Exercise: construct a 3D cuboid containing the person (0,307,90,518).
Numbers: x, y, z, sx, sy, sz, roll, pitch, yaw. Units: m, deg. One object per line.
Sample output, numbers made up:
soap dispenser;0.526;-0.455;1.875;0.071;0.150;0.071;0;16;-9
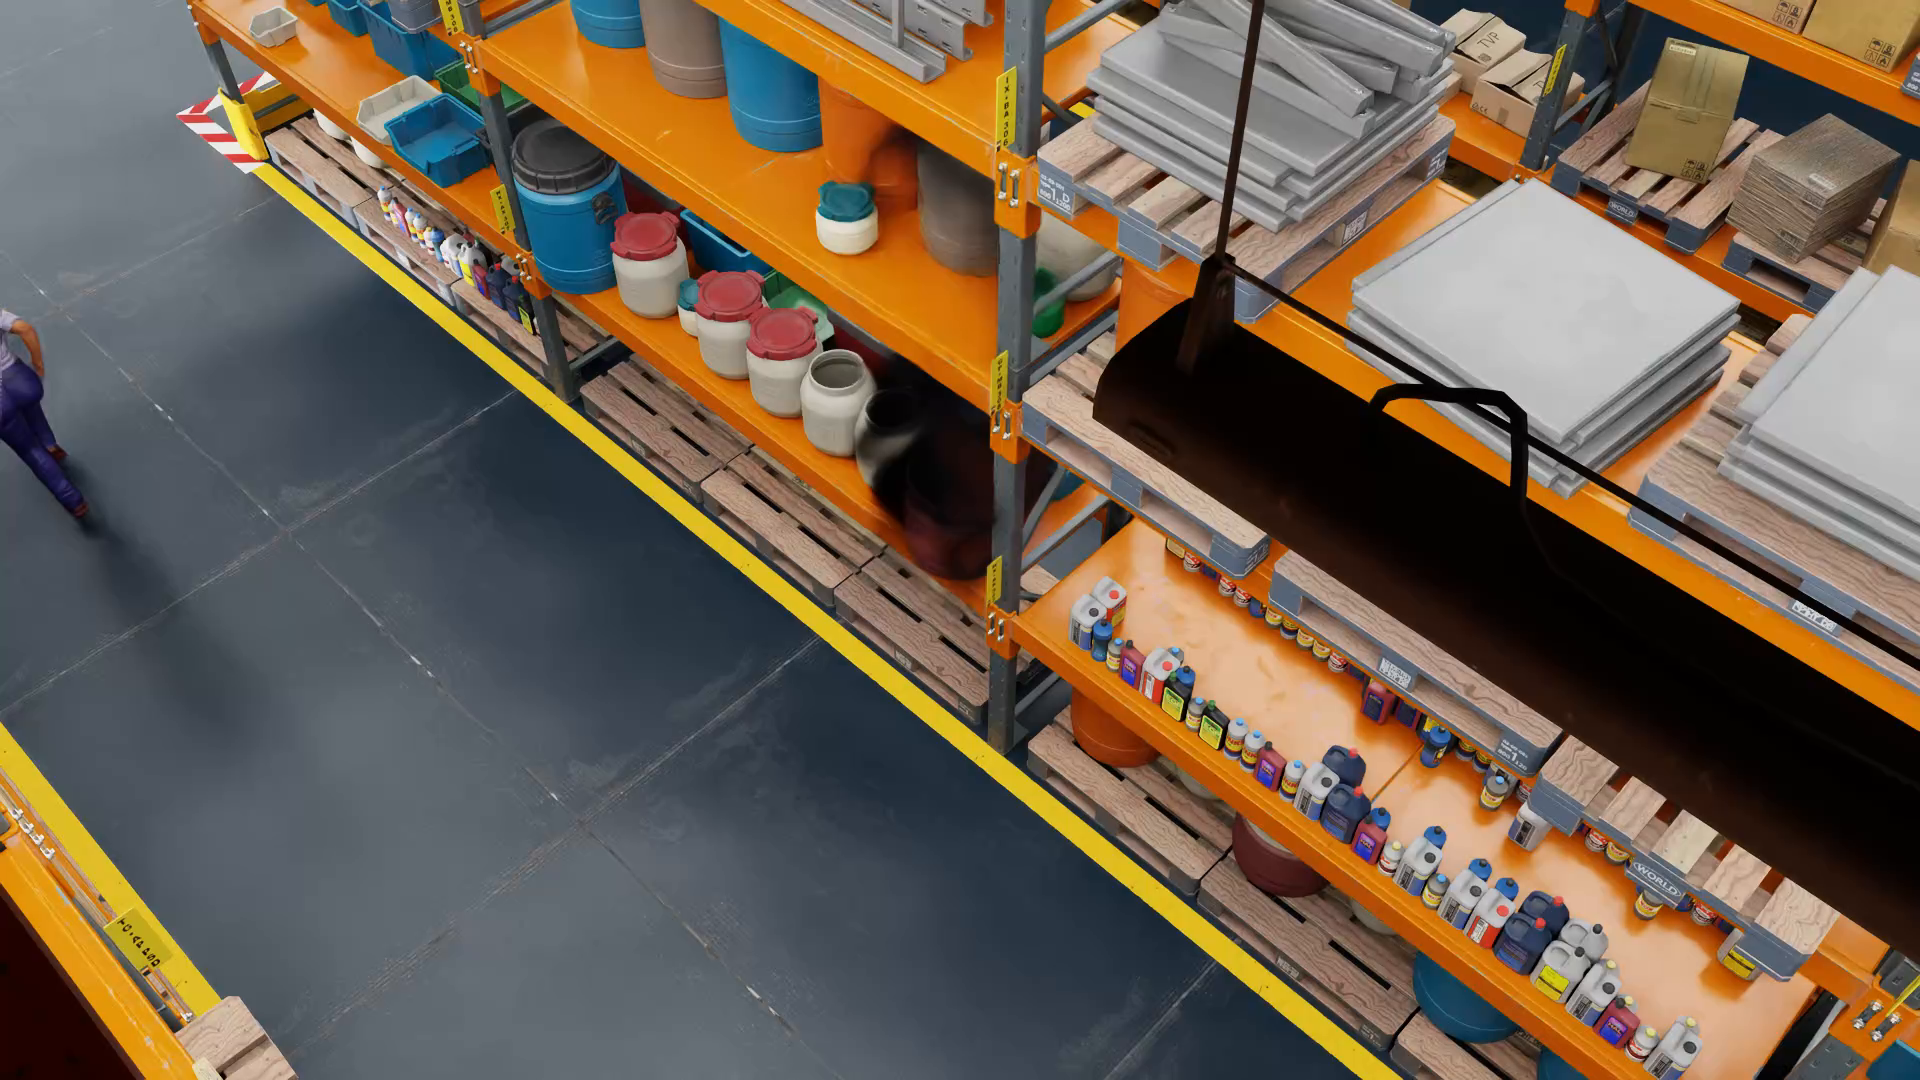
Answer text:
person;-5.743;-0.837;10.069;0.894;1.623;0.597;36;59;26
